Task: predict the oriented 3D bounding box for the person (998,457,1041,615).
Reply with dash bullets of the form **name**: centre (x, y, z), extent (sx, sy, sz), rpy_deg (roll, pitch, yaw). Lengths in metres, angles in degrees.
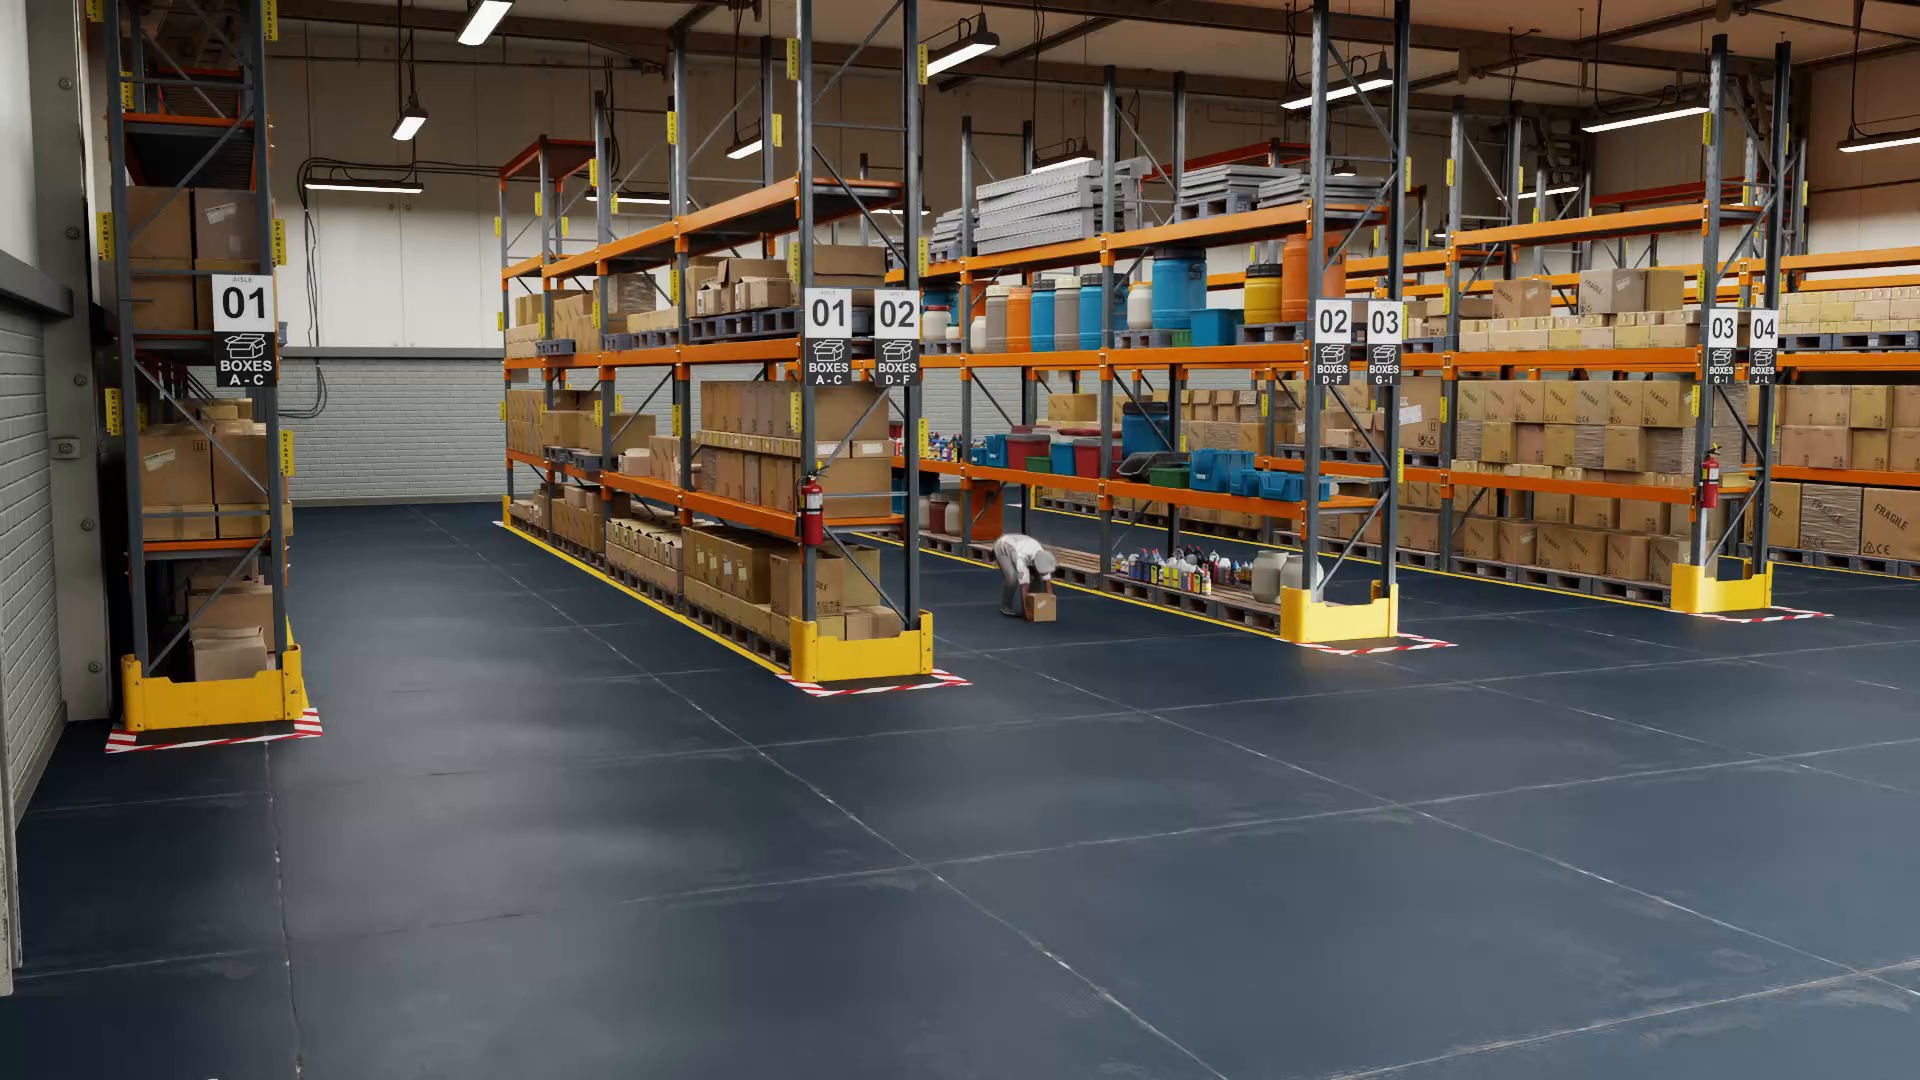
- **person**: centre (0.626, -0.049, 17.528), extent (0.513, 1.656, 0.396), rpy_deg (-3, 6, -26)
